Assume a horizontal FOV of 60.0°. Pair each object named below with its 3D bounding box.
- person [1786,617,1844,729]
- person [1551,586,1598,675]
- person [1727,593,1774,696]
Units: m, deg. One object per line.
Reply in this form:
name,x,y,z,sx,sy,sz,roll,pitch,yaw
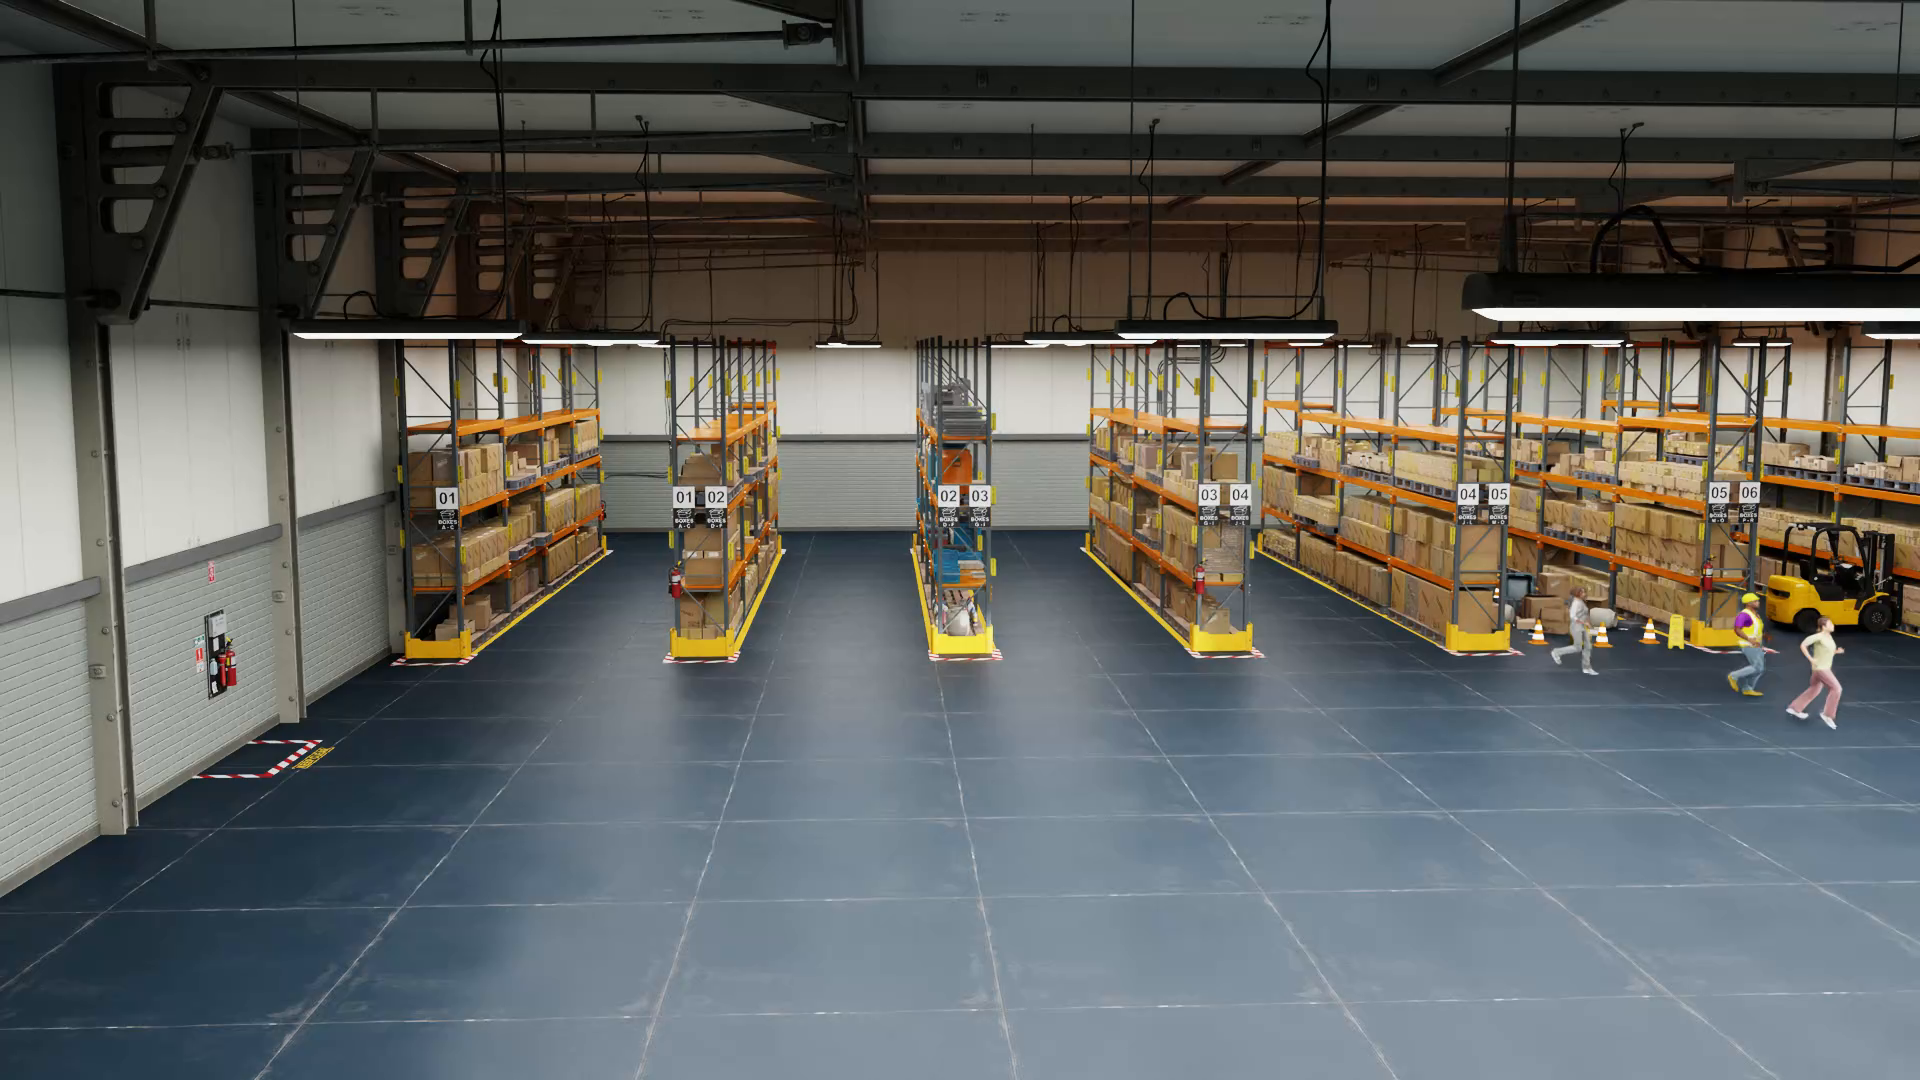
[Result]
person,13.163,2.014,25.545,0.787,1.708,0.556,6,9,41
person,10.952,1.598,29.548,0.815,1.585,0.546,4,8,32
person,13.126,1.736,27.626,0.606,1.718,0.698,5,8,39
